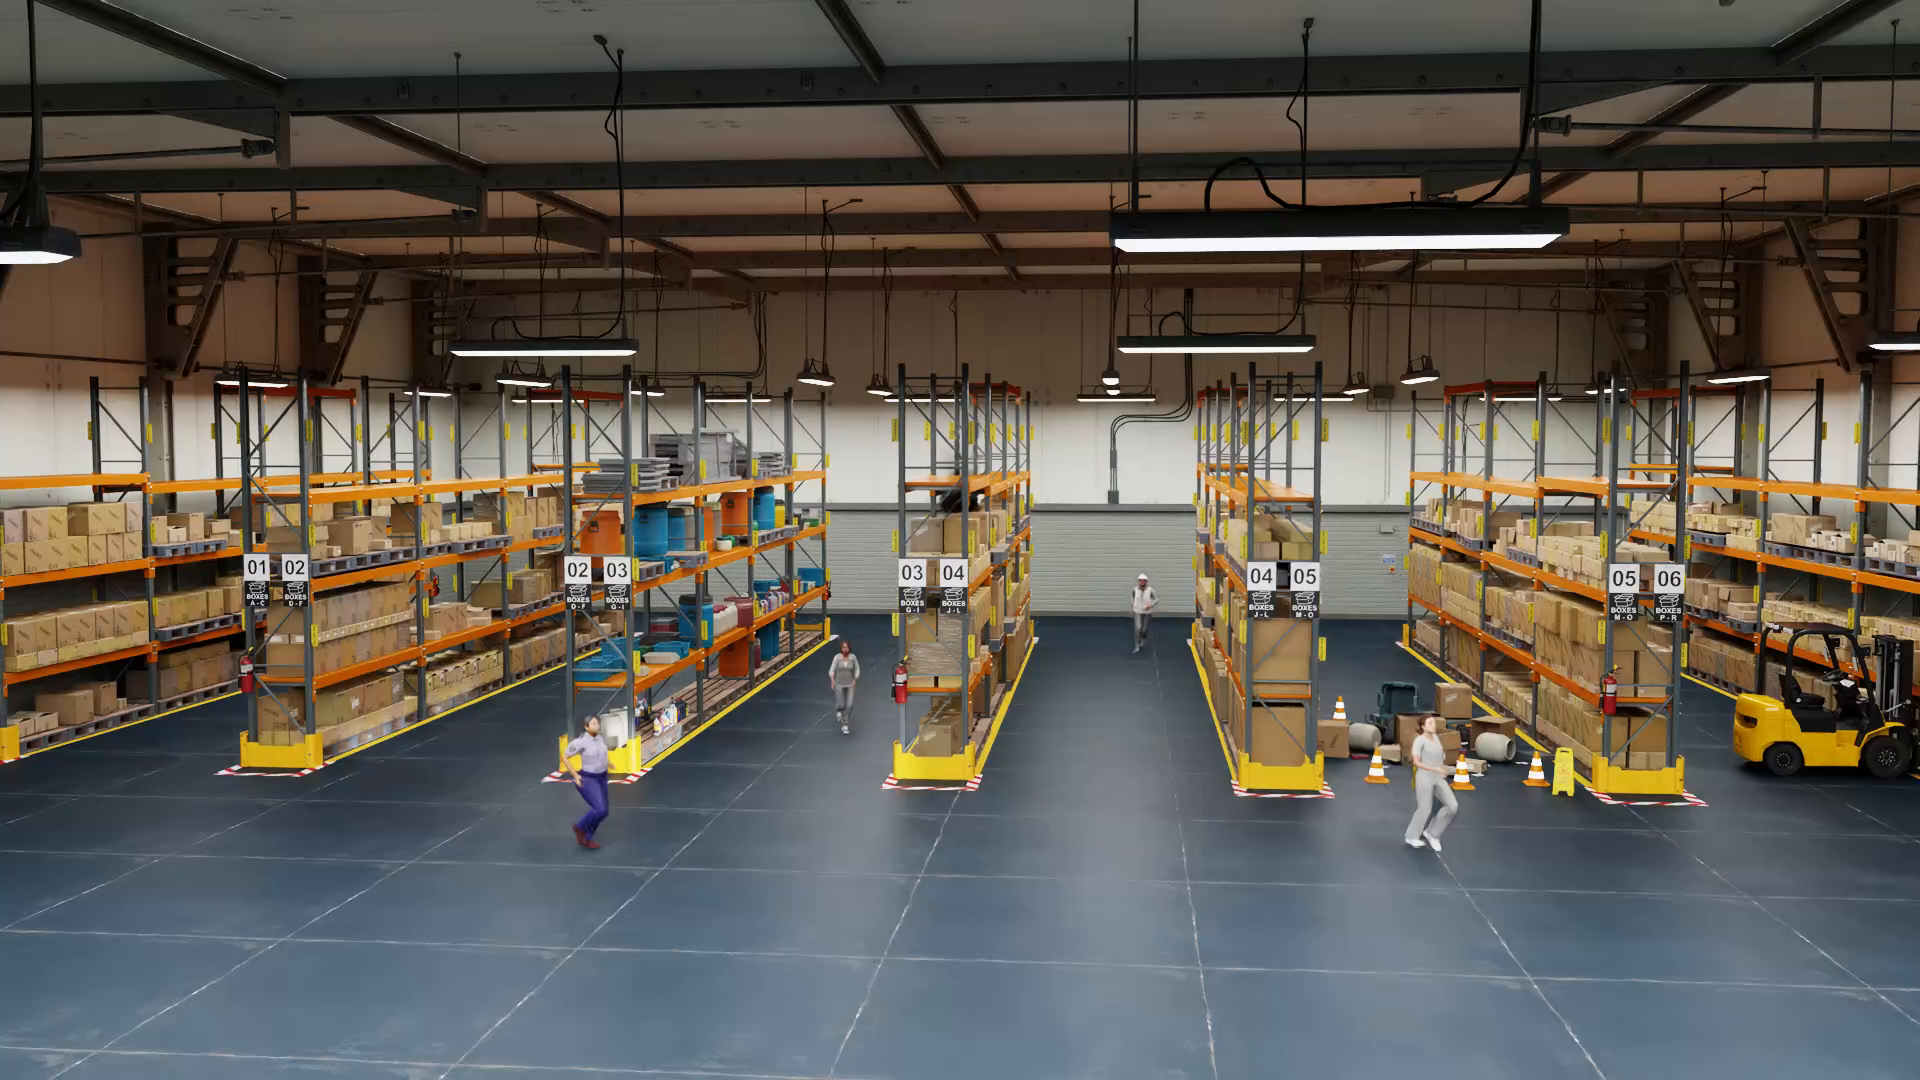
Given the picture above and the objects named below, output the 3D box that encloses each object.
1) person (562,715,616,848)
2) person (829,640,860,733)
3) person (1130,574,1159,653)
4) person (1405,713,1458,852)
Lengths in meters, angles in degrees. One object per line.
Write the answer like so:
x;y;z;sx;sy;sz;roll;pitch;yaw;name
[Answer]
-4.382;2.911;19.967;0.574;1.606;0.593;2;4;26;person
-1.932;2.449;27.911;0.520;1.553;0.576;-1;4;-9;person
4.230;1.670;38.184;0.667;1.790;0.834;1;4;12;person
5.636;2.900;19.937;0.571;1.653;0.652;-2;4;-32;person
